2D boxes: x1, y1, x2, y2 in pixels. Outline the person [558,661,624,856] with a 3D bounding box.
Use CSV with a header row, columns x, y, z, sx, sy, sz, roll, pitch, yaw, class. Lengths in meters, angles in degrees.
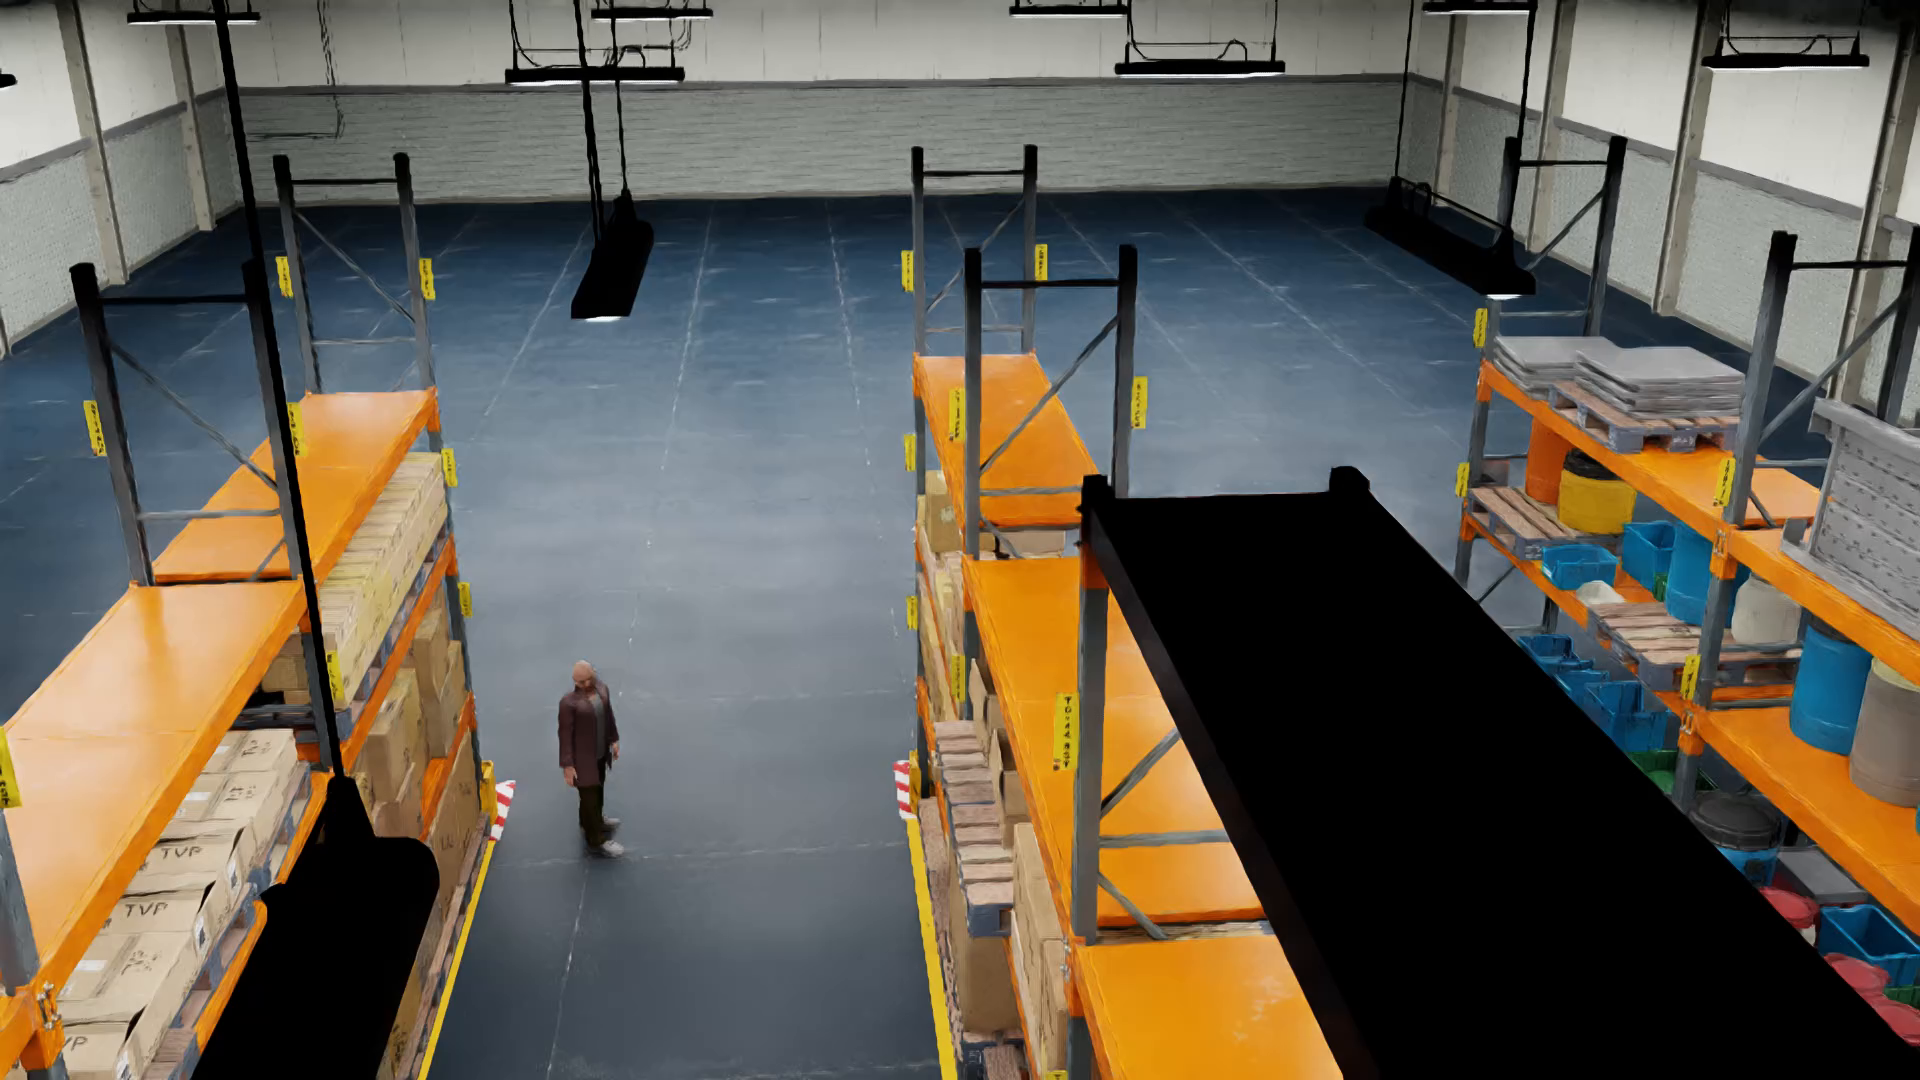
x,y,z,sx,sy,sz,roll,pitch,yaw,class
-3.183,1.869,14.460,0.636,1.775,0.677,10,24,23,person
